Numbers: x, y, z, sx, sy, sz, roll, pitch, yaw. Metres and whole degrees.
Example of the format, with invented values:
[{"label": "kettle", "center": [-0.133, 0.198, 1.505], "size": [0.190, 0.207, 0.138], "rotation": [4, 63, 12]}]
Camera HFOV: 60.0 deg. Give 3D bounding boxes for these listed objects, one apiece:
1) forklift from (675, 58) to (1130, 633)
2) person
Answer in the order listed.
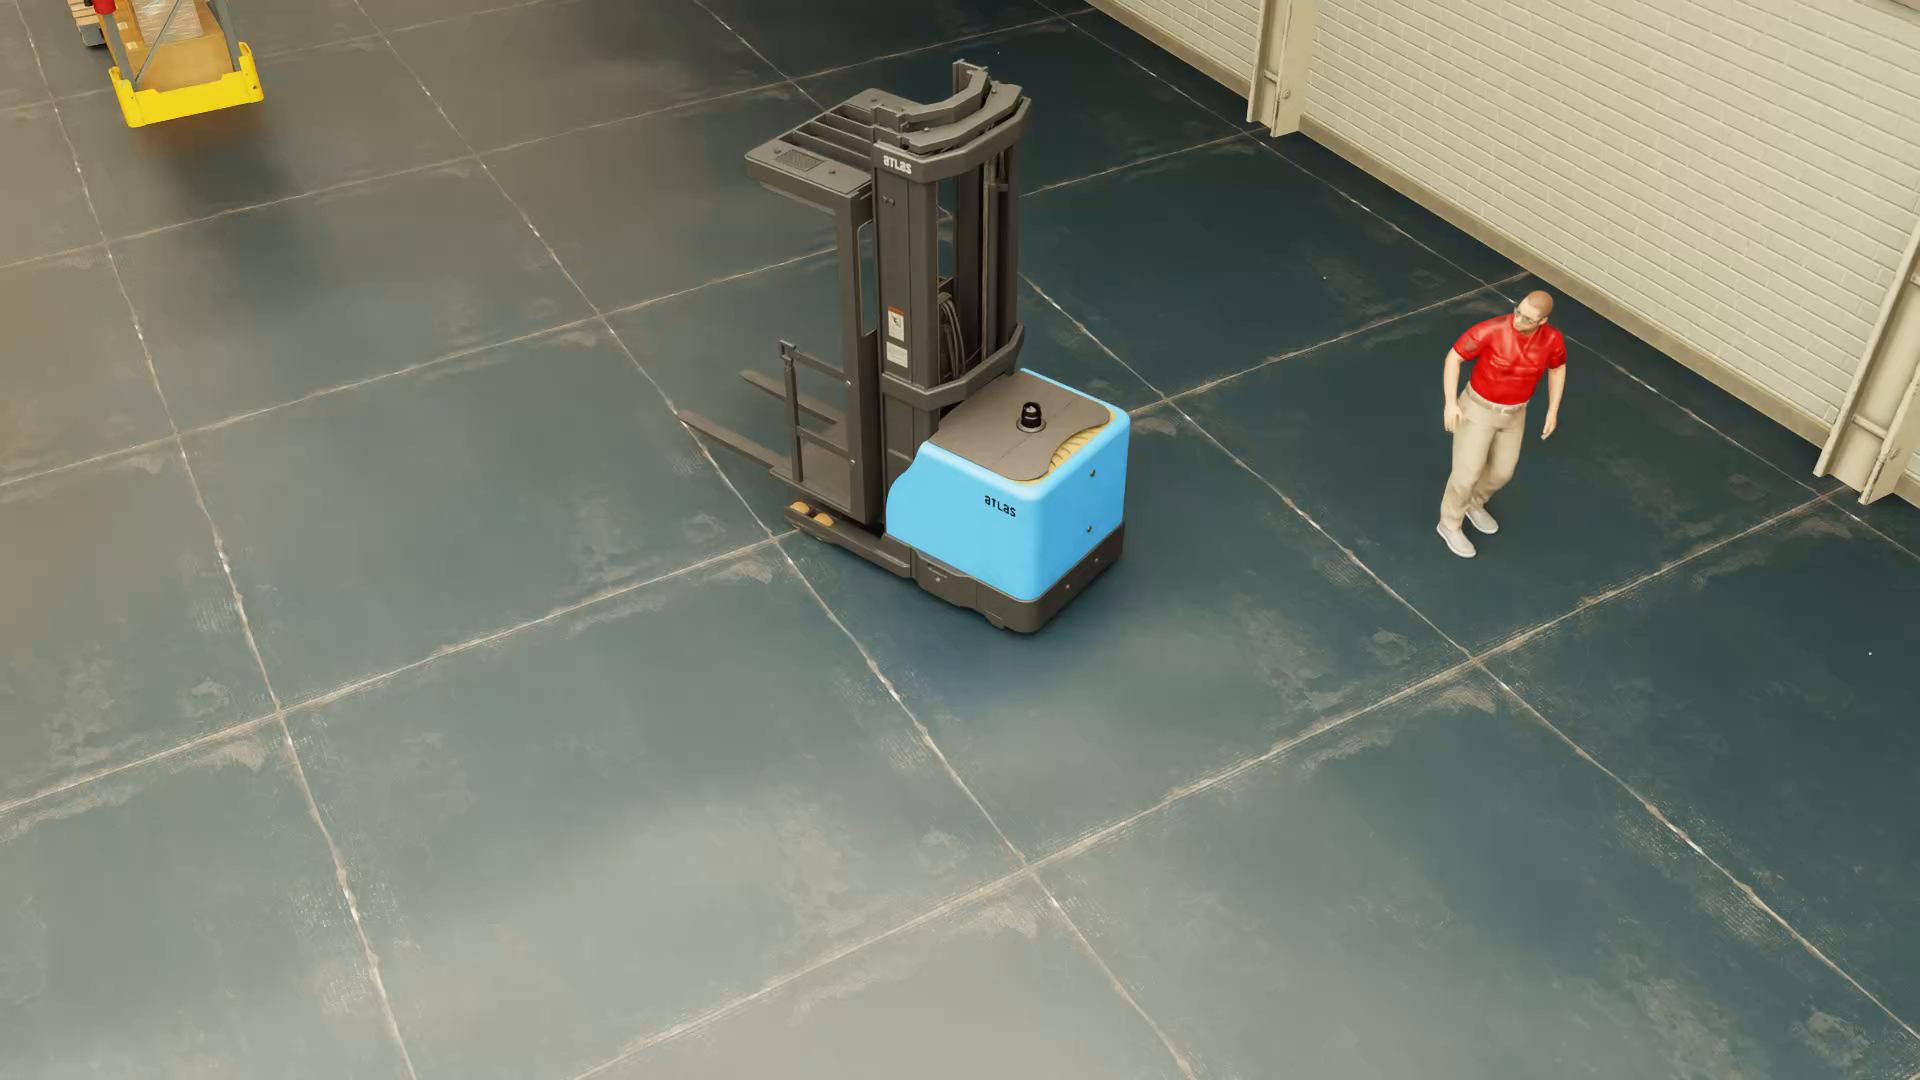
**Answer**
[{"label": "forklift", "center": [-0.481, -1.366, 9.683], "size": [3.031, 2.935, 1.130], "rotation": [26, 46, 28]}, {"label": "person", "center": [3.226, -0.718, 9.861], "size": [0.748, 1.709, 0.518], "rotation": [-8, 40, -10]}]
